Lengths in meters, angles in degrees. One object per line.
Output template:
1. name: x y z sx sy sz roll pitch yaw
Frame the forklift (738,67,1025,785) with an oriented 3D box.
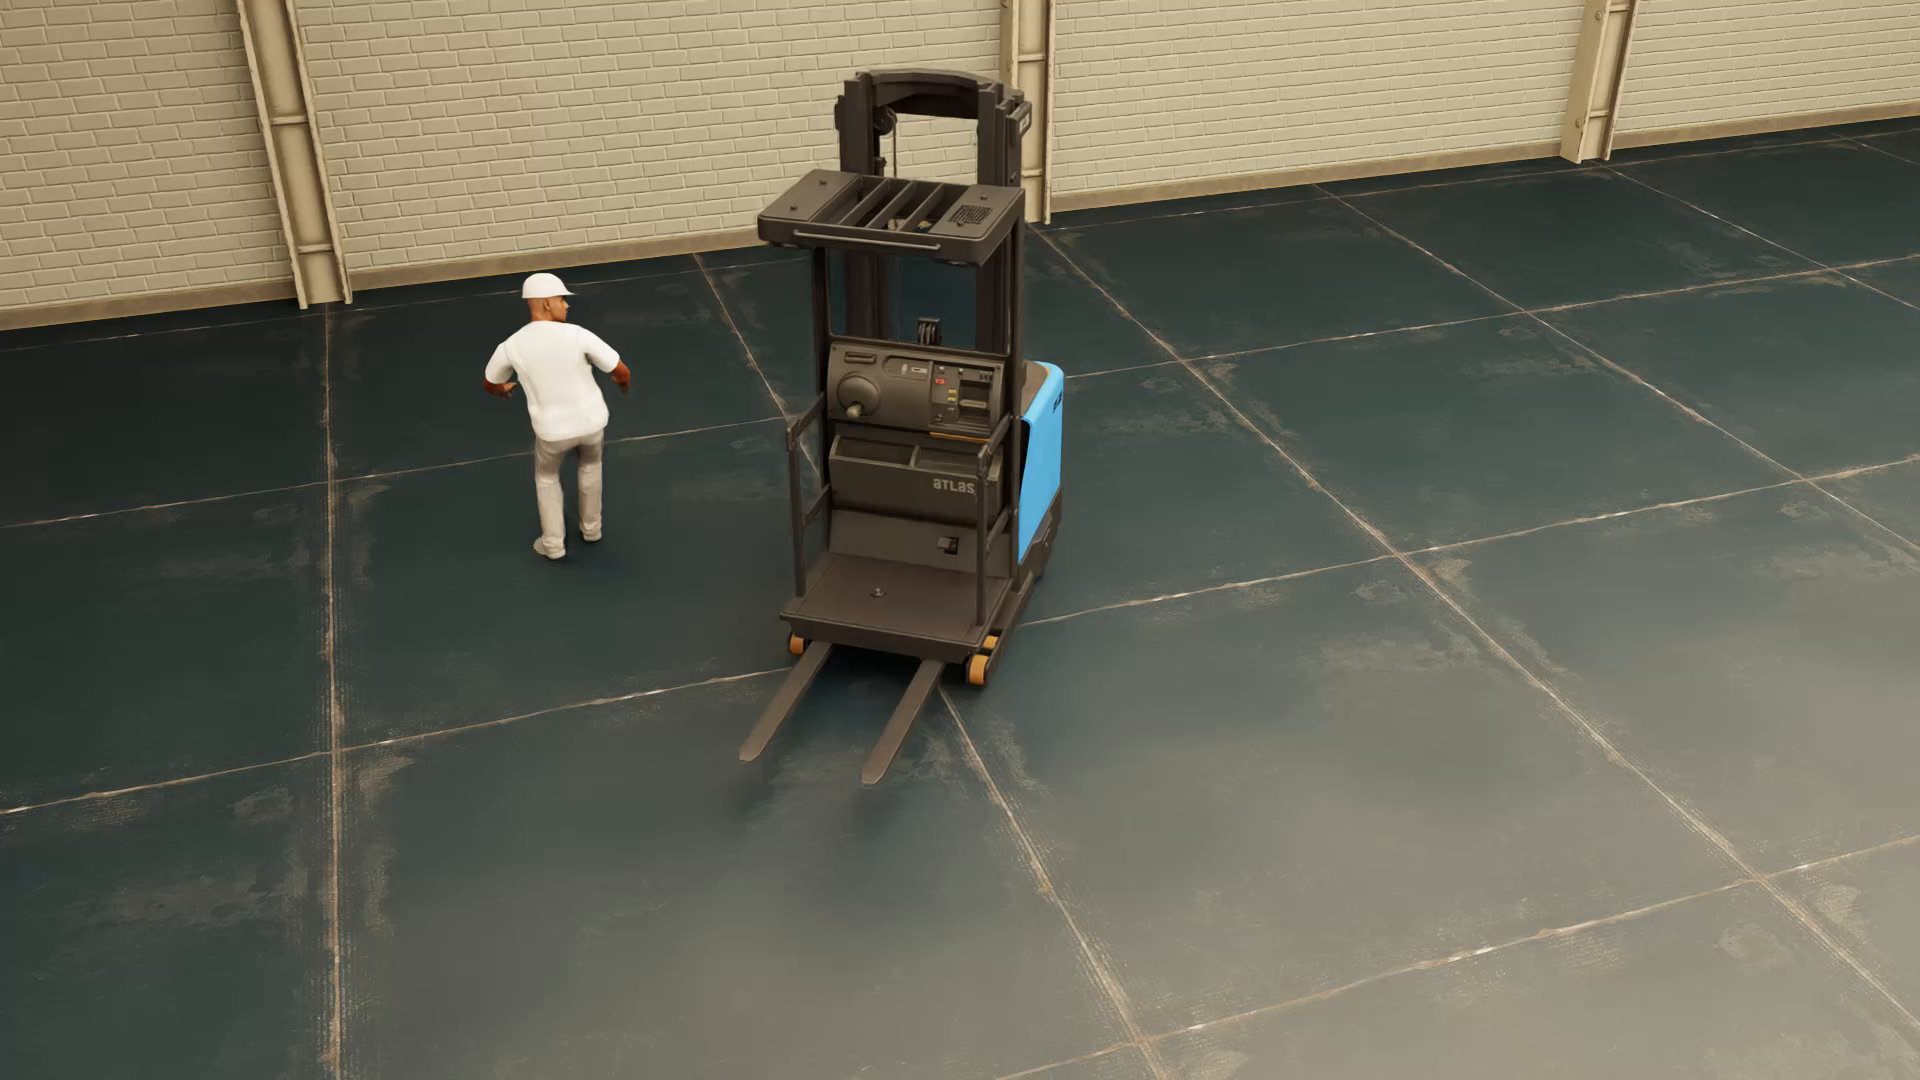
1. forklift: -0.295 -0.727 8.350 1.121 2.935 3.031 8 31 14

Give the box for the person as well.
1. person: -2.315 -0.737 9.648 0.823 1.708 0.679 -7 31 -12
